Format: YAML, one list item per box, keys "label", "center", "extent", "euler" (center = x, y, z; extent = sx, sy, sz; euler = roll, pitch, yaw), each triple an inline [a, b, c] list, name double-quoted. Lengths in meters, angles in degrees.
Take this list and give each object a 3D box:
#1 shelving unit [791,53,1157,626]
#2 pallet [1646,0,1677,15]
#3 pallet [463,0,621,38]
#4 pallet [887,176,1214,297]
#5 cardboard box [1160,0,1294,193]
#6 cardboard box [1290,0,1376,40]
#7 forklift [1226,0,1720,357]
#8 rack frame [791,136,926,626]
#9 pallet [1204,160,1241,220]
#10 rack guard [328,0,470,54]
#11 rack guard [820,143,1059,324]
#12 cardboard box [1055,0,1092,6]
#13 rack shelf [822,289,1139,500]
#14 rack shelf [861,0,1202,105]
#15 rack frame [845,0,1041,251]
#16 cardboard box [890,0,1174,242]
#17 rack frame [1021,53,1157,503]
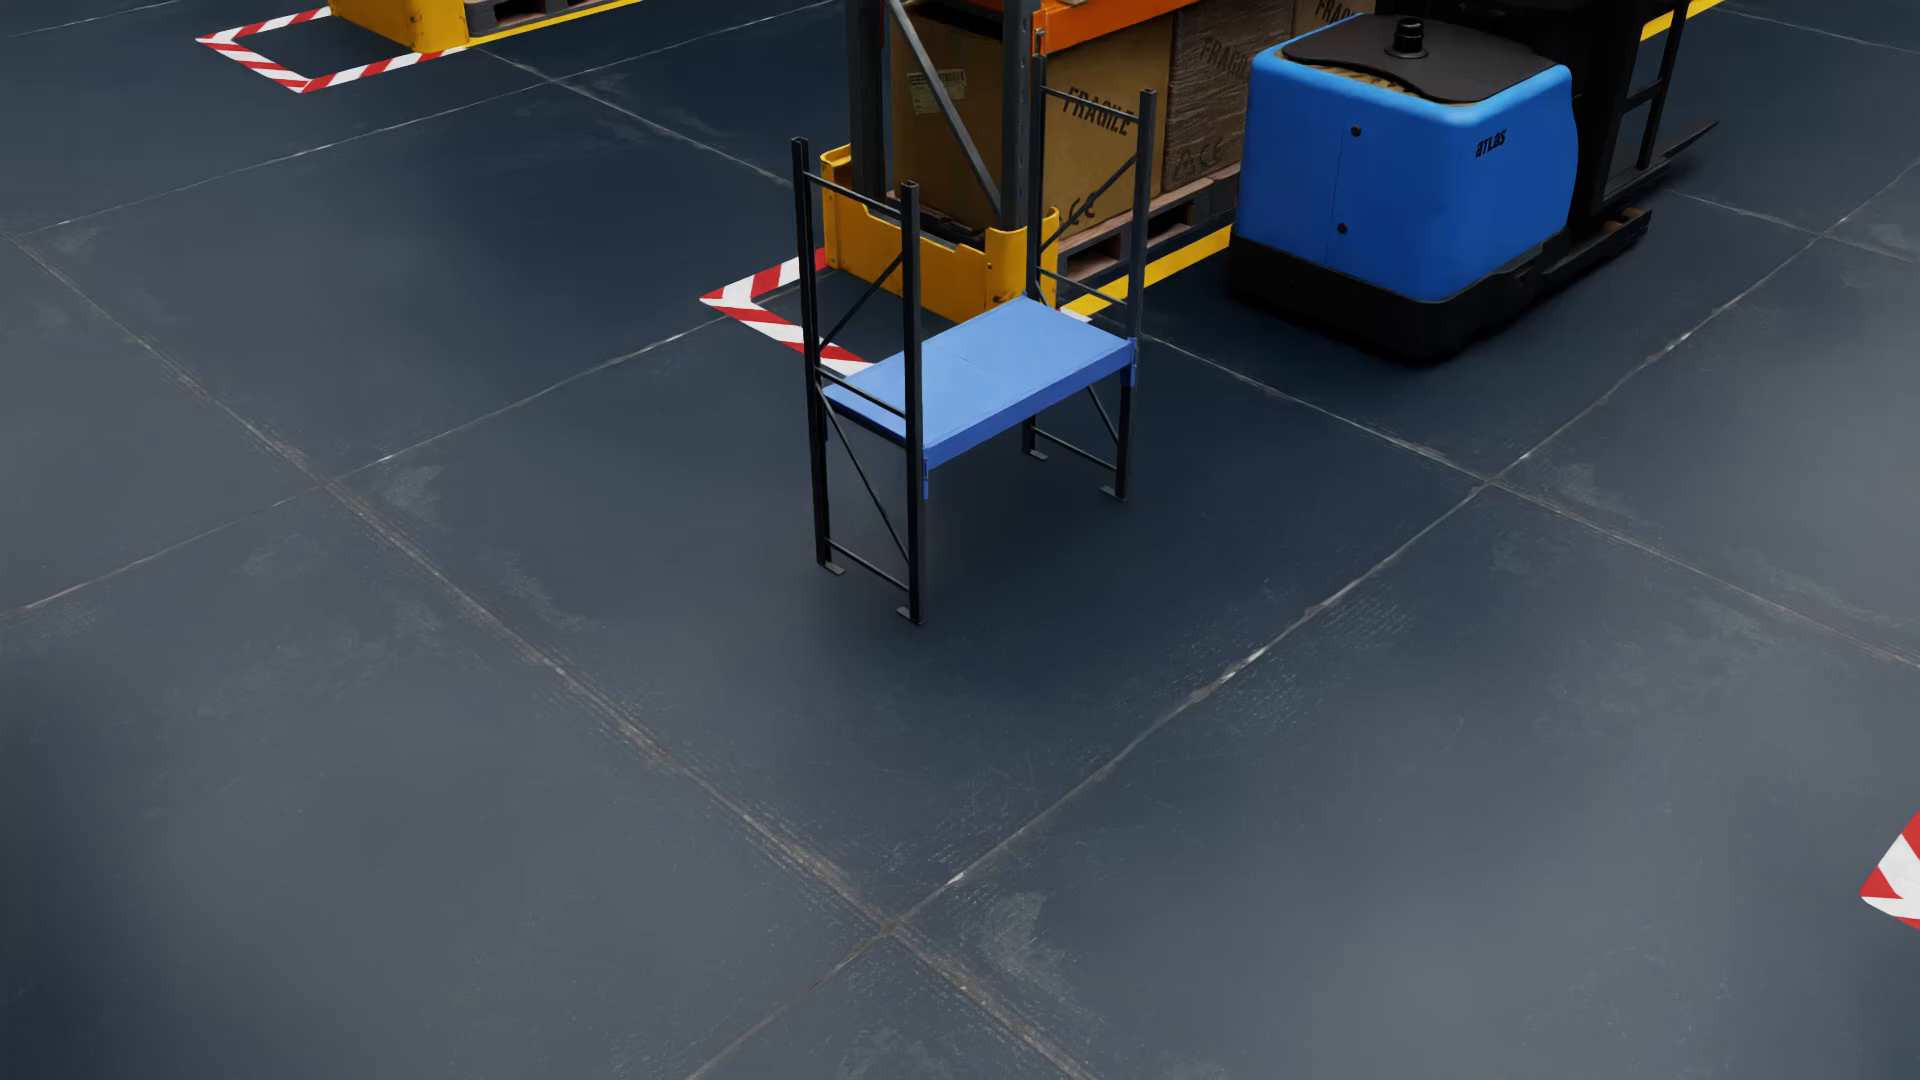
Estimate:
- label: "shelving unit"
  center: [0.060, -0.650, 5.371]
  extent: [0.538, 1.500, 1.048]
  euler: [30, 45, 35]
- label: "pallet"
  center: [4.082, -3.664, 10.819]
  extent: [1.003, 0.211, 1.213]
  euler: [30, 45, 35]
- label: "pallet"
  center: [-2.883, -3.585, 10.706]
  extent: [1.003, 0.211, 1.213]
  euler: [30, 45, 35]
- label: "pallet"
  center: [0.422, -1.555, 7.795]
  extent: [1.003, 0.211, 1.213]
  euler: [30, 45, 35]
- label: "cardboard box"
  center: [0.950, -2.305, 7.923]
  extent: [0.875, 0.875, 0.875]
  euler: [30, 45, 35]
- label: "cardboard box"
  center: [1.577, -2.666, 8.441]
  extent: [0.875, 0.875, 0.875]
  euler: [30, 45, 35]
- label: "forklift"
  center: [2.552, -2.680, 7.030]
  extent: [1.130, 2.935, 3.031]
  euler: [29, 44, 35]
- label: "rack frame"
  center: [-0.298, -0.443, 5.075]
  extent: [0.500, 1.500, 0.032]
  euler: [30, 45, 35]
- label: "pallet"
  center: [1.282, -2.048, 8.502]
  extent: [1.003, 0.211, 1.213]
  euler: [30, 45, 35]
- label: "rack guard"
  center: [-3.481, -3.388, 10.171]
  extent: [1.175, 0.500, 0.348]
  euler: [30, 45, 35]
- label: "rack guard"
  center: [-0.103, -1.307, 7.188]
  extent: [1.175, 0.500, 0.348]
  euler: [30, 45, 35]
- label: "cardboard box"
  center: [0.399, -2.251, 6.574]
  extent: [0.250, 0.149, 0.380]
  euler: [-29, 44, -35]
- label: "rack shelf"
  center: [0.060, -0.502, 5.474]
  extent: [0.538, 0.185, 1.000]
  euler: [30, 45, 35]
- label: "rack shelf"
  center: [1.323, -2.859, 7.857]
  extent: [1.077, 0.370, 4.000]
  euler: [30, 45, 35]
- label: "rack frame"
  center: [-0.086, -2.343, 6.487]
  extent: [1.000, 3.000, 0.127]
  euler: [30, 45, 35]
- label: "cardboard box"
  center: [0.308, -1.935, 7.393]
  extent: [0.875, 0.875, 0.875]
  euler: [30, 45, 35]
- label: "rack frame"
  center: [0.418, -0.856, 5.667]
  extent: [0.500, 1.500, 0.032]
  euler: [30, 45, 35]
